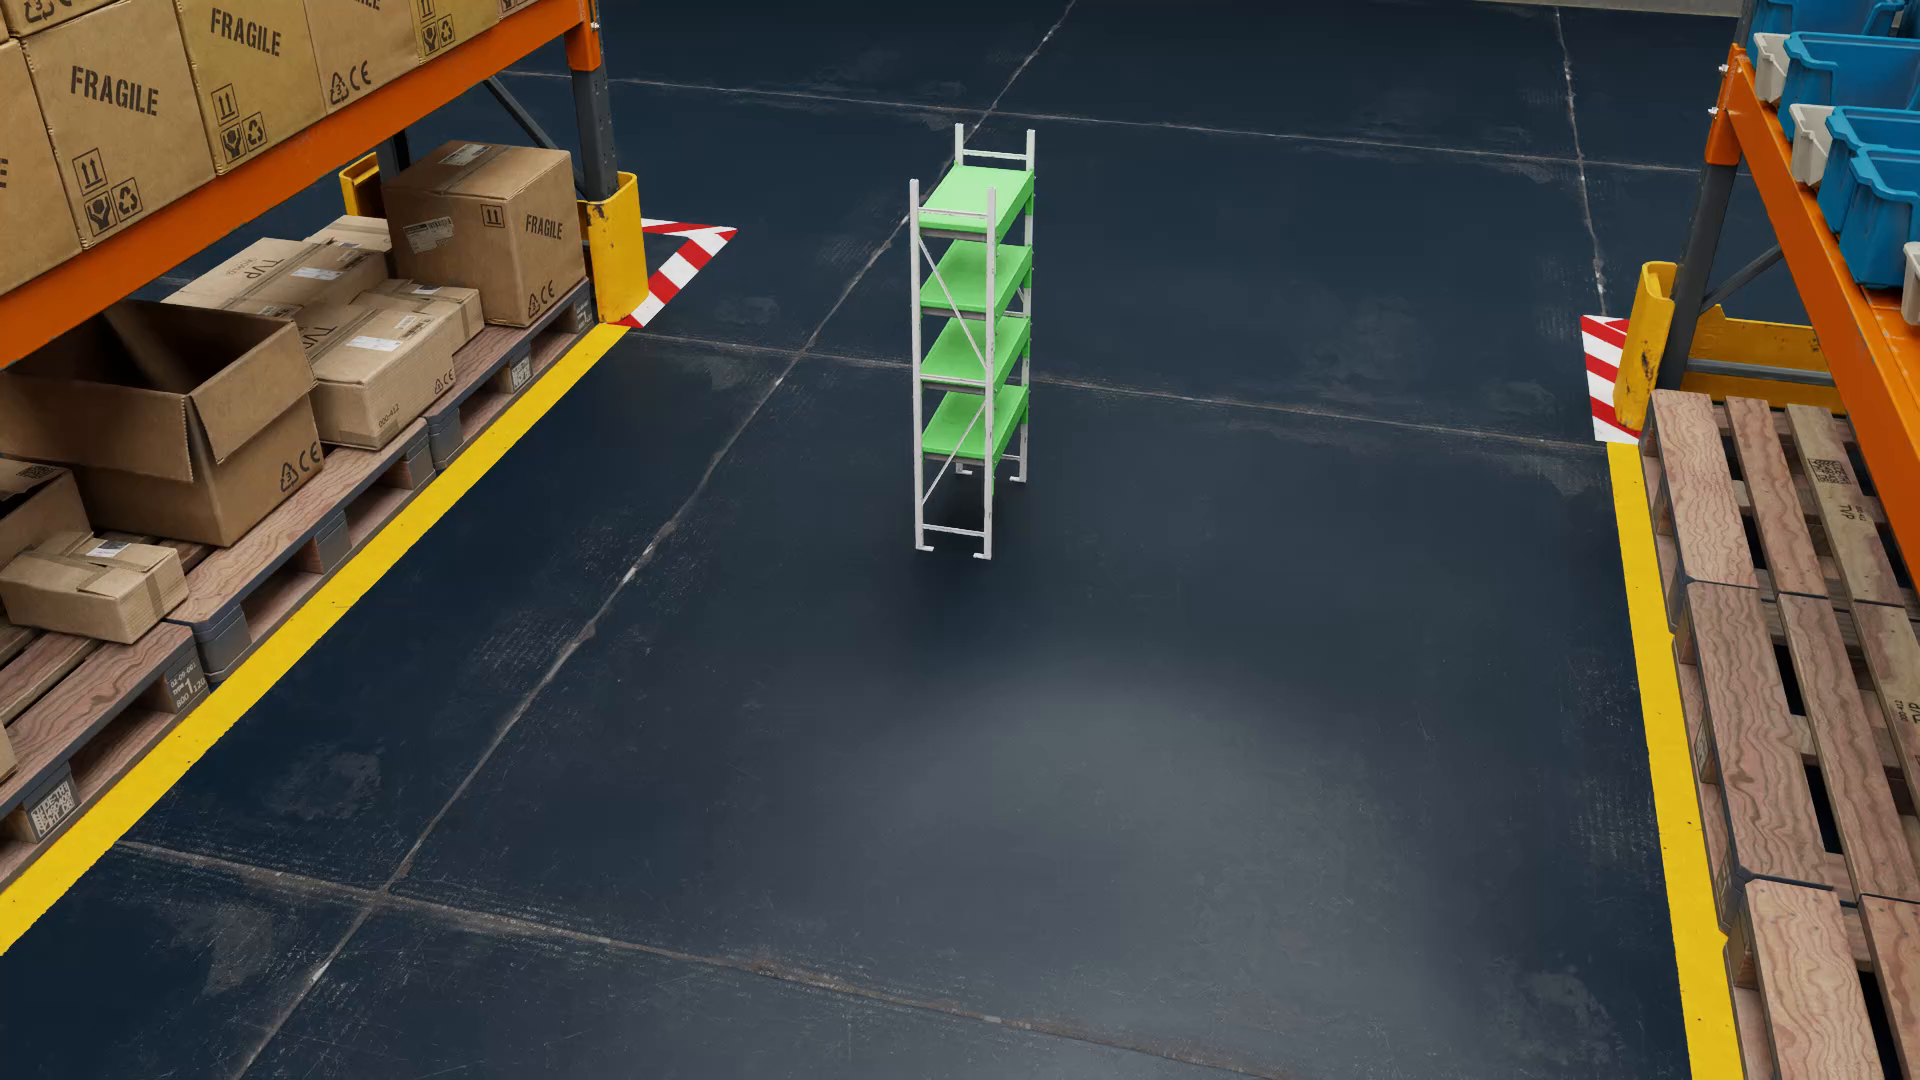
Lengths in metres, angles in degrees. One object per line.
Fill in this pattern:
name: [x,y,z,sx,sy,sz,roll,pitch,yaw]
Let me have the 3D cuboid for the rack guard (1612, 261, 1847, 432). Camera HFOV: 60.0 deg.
rack guard: [2.930,-0.611,5.745,1.175,0.500,0.348,8,33,12]

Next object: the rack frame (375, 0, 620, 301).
rack frame: [-1.854,-2.328,6.116,1.000,3.000,0.127,8,33,12]

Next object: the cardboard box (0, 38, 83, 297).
cardboard box: [-2.349,-0.788,3.600,0.500,0.500,0.500,9,33,13]

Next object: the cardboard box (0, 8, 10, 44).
cardboard box: [-2.347,-1.190,3.302,0.500,0.500,0.500,7,33,11]

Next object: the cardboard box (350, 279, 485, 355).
cardboard box: [-1.943,-0.804,5.950,0.380,0.166,0.250,8,33,12]

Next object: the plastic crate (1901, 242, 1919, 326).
plastic crate: [2.073,-0.435,3.328,0.293,0.136,0.466,8,33,12]

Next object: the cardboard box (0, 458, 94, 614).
cardboard box: [-2.808,-0.027,4.592,0.500,0.311,0.500,8,33,12]

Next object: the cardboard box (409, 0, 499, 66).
cardboard box: [-1.832,-1.831,5.241,0.500,0.500,0.500,8,33,13]

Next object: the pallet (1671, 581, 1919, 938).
pallet: [2.378,0.579,4.143,1.003,0.211,1.213,8,33,12]

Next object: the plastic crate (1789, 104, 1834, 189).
plastic crate: [2.222,-0.975,4.178,0.250,0.136,0.298,8,33,12]

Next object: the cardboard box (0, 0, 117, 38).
cardboard box: [-2.216,-1.457,3.721,0.500,0.500,0.500,7,33,11]

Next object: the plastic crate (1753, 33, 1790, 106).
plastic crate: [2.394,-1.327,4.732,0.250,0.136,0.298,8,33,12]

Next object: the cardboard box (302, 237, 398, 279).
cardboard box: [-2.356,-1.018,6.286,0.380,0.166,0.250,8,33,12]

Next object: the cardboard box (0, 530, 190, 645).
cardboard box: [-2.343,0.119,4.498,0.380,0.166,0.250,8,33,12]

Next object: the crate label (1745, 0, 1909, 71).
crate label: [2.555,-1.523,4.950,0.416,0.233,0.303,8,33,12]

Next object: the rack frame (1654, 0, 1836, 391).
rack frame: [2.937,-1.652,5.052,1.000,3.000,0.127,8,33,12]

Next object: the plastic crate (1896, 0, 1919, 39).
plastic crate: [3.032,-1.493,4.713,0.616,0.435,0.499,8,33,12]

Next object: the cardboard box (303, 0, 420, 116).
cardboard box: [-1.964,-1.573,4.835,0.500,0.500,0.500,8,33,13]

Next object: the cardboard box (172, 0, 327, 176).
cardboard box: [-2.092,-1.311,4.424,0.500,0.500,0.500,8,33,12]

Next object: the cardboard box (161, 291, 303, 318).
cardboard box: [-2.520,-0.591,5.536,0.500,0.250,0.500,8,33,12]

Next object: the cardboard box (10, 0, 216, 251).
cardboard box: [-2.220,-1.047,4.008,0.500,0.500,0.500,8,33,12]

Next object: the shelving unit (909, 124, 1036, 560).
shelving unit: [0.042,-0.592,5.063,0.258,1.200,0.503,8,33,12]

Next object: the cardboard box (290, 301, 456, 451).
cardboard box: [-2.024,-0.549,5.470,0.500,0.250,0.500,8,33,12]

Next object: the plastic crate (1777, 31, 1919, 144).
plastic crate: [2.388,-1.181,4.413,0.416,0.233,0.300,8,33,12]

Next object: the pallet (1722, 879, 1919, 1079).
pallet: [2.071,1.214,3.144,1.003,0.211,1.213,8,33,12]

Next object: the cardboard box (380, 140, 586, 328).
cardboard box: [-1.753,-1.143,6.172,0.500,0.500,0.500,8,33,12]

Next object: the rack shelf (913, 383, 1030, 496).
rack shelf: [0.042,-0.336,5.226,0.258,0.148,0.480,8,33,12]

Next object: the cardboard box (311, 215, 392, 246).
cardboard box: [-2.292,-1.140,6.495,0.380,0.149,0.250,8,33,12]

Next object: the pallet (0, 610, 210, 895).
pallet: [-2.694,0.568,4.160,1.003,0.211,1.213,8,33,12]

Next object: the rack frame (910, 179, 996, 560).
rack frame: [-0.020,-0.466,4.864,0.240,1.200,0.015,8,33,12]

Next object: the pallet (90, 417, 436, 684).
pallet: [-2.386,-0.067,5.159,1.003,0.211,1.213,8,33,12]

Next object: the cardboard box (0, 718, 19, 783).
cardboard box: [-2.553,0.508,3.751,0.500,0.311,0.500,8,33,12]

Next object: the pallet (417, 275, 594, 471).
pallet: [-2.074,-0.698,6.151,1.003,0.211,1.213,8,33,12]

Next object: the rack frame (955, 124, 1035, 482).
rack frame: [0.104,-0.719,5.262,0.240,1.200,0.015,8,33,12]

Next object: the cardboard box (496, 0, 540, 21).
cardboard box: [-1.704,-2.101,5.665,0.500,0.500,0.500,9,34,14]

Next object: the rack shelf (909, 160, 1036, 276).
rack shelf: [0.042,-0.943,4.840,0.258,0.148,0.480,8,33,12]

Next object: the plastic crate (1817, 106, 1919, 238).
plastic crate: [2.221,-0.840,3.875,0.416,0.233,0.300,8,33,12]

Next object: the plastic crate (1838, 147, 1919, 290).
plastic crate: [2.145,-0.684,3.630,0.416,0.233,0.300,8,33,12]

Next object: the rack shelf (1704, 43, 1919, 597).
rack shelf: [2.429,-0.310,3.613,1.077,0.370,4.000,8,33,12]

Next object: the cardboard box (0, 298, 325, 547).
cardboard box: [-2.397,-0.360,4.937,0.797,0.503,0.637,8,33,12]

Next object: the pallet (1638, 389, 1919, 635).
pallet: [2.690,-0.052,5.135,1.003,0.211,1.213,8,33,12]

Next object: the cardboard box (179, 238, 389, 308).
cardboard box: [-2.393,-0.850,5.945,0.500,0.250,0.500,8,33,12]

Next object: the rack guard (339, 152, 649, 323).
rack guard: [-1.873,-1.234,6.725,1.175,0.500,0.348,8,33,12]

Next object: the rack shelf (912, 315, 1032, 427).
rack shelf: [0.042,-0.538,5.098,0.258,0.148,0.480,8,33,12]

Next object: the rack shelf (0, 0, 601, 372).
rack shelf: [-2.361,-0.987,4.677,1.077,0.370,4.000,8,33,12]

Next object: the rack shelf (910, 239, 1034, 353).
rack shelf: [0.042,-0.741,4.969,0.258,0.148,0.480,8,33,12]
